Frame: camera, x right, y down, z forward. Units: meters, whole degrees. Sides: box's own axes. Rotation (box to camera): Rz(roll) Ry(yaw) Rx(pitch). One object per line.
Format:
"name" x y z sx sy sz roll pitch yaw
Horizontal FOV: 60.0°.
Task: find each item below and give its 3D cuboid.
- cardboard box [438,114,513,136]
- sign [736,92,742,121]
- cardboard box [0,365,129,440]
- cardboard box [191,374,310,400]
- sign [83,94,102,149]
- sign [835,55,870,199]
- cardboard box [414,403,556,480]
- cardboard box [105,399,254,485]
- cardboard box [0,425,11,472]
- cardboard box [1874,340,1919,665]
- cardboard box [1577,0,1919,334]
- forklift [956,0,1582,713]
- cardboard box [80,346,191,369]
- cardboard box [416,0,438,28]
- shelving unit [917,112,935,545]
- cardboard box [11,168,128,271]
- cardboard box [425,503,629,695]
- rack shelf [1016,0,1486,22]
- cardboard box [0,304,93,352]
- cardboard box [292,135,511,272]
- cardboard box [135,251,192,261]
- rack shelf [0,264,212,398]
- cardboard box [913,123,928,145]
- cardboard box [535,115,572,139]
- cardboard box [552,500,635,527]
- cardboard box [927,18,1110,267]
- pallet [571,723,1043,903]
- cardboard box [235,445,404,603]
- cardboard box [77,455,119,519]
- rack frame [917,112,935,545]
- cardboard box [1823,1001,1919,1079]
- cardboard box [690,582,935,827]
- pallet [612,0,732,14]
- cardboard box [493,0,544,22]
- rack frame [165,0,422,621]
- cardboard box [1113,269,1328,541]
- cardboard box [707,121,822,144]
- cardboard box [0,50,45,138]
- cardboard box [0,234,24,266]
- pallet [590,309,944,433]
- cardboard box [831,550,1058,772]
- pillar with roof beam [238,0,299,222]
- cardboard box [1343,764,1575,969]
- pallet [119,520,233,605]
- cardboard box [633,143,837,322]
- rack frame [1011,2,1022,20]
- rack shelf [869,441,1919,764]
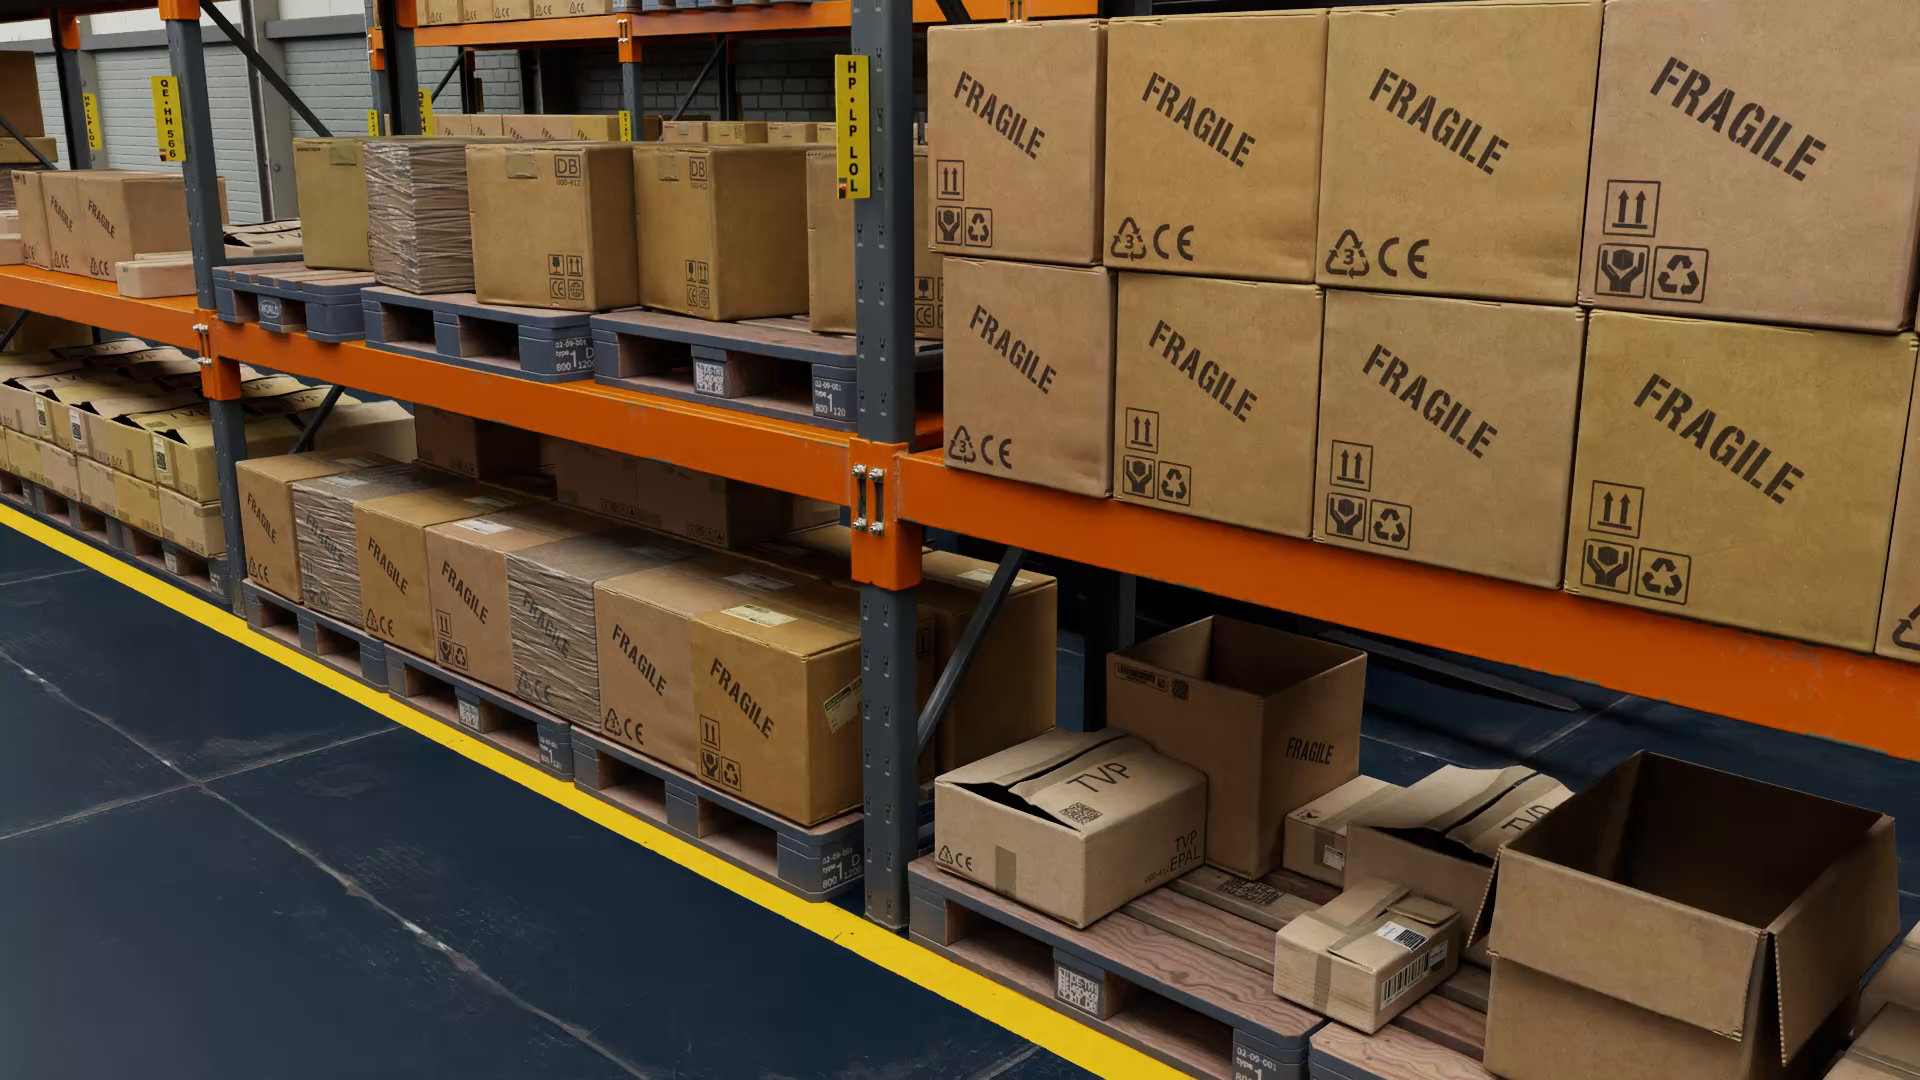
"cardboard box" -4.219 -3.488 14.639 0.500 0.500 0.500 13 19 40
"sign" -1.809 -3.467 13.494 0.005 0.325 0.100 14 20 42
"cardboard box" -4.772 -0.753 8.883 0.500 0.311 0.500 13 19 40
"cardboard box" -3.670 -0.675 8.581 0.500 0.311 0.500 13 19 41
"sign" -5.257 -2.528 10.046 0.005 0.325 0.100 14 20 42
"sign" -0.251 -0.965 3.889 0.005 0.325 0.100 14 20 42
"cardboard box" -1.868 -0.442 6.777 0.500 0.250 0.500 -14 20 -42
"cardboard box" -3.674 -0.487 7.859 0.500 0.311 0.500 13 20 41
"cardboard box" -5.141 -0.573 9.304 0.500 0.250 0.500 -14 20 -43
"cardboard box" 1.769 -0.062 2.521 0.500 0.500 0.500 14 20 43
"cardboard box" 1.390 -0.634 2.735 0.500 0.500 0.500 -14 20 -42
"forklift" 1.299 -0.995 6.437 1.130 2.935 3.031 -12 19 -38
"cardboard box" -4.757 -0.941 9.603 0.500 0.311 0.500 -14 20 -43
"cardboard box" -4.642 -4.811 14.760 0.500 0.500 0.500 -13 19 -41
"shelving unit" 0.119 -0.987 8.056 0.503 2.100 0.431 14 20 42
"cardboard box" -4.706 -1.725 8.904 0.500 0.500 0.500 -13 19 -40
"cardboard box" -1.500 0.192 5.831 0.500 0.500 0.500 13 19 40
"rack shelf" 2.128 -2.859 8.933 4.000 0.370 1.077 14 20 42
"cardboard box" -5.743 -1.279 10.526 0.500 0.500 0.500 14 20 42
"cardboard box" -2.216 -1.368 6.701 0.500 0.500 0.700 7 16 24
"cardboard box" -3.705 -1.297 7.960 0.380 0.149 0.250 -13 19 -40
"rack shelf" -4.187 -1.208 8.545 4.000 0.370 1.077 14 20 42
"cardboard box" -0.078 -2.540 11.161 0.500 0.500 0.700 11 18 37
"cardboard box" -3.109 -3.219 13.606 0.500 0.500 0.500 14 20 42
"cardboard box" -1.157 0.093 6.210 0.500 0.500 0.500 13 19 40
"cardboard box" 0.276 -0.905 3.773 0.500 0.500 0.500 -14 20 -43
"pallet" -0.480 0.708 5.296 1.213 0.211 1.003 14 20 42
"cardboard box" -2.618 -0.078 6.866 0.500 0.500 0.500 -13 20 -42
"cardboard box" -4.029 -0.304 8.272 0.500 0.250 0.500 -14 20 -43
"rack frame" -0.057 -1.030 8.220 0.015 2.100 0.400 14 20 42
"cardboard box" 1.786 1.090 2.881 0.500 0.250 0.500 14 20 42
"cardboard box" -0.422 0.457 4.816 0.500 0.500 0.500 14 20 42
"pallet" -1.821 -4.039 12.408 1.003 0.211 1.213 14 20 42
"cardboard box" -3.507 -4.540 13.719 0.500 0.500 0.500 13 19 40
"rack frame" -2.747 -1.206 7.111 0.127 3.000 1.000 14 20 42
"cardboard box" 0.681 -0.327 3.538 0.500 0.500 0.500 14 20 43
"cardboard box" -1.451 -2.873 12.437 0.700 0.500 0.500 -12 19 -39
"cardboard box" -5.951 -2.659 9.915 0.500 0.500 0.700 14 20 42
"cardboard box" -5.131 -1.592 9.092 0.250 0.149 0.380 14 20 42
"pallet" -0.367 -0.573 5.061 1.213 0.211 1.003 14 20 42
"cardboard box" -0.047 0.362 5.179 0.500 0.500 0.500 13 19 40
"pillar with roof beam" -11.274 -6.712 16.345 0.400 9.000 9.100 14 20 42
"cardboard box" 1.279 0.762 4.019 0.500 0.311 0.500 14 20 42
"pallet" -3.313 -0.008 8.043 1.213 0.211 1.003 14 20 42
"cardboard box" -0.593 -0.990 5.250 0.700 0.500 0.500 -11 18 -35
"rack frame" 0.688 -2.106 10.564 0.127 3.000 1.000 14 20 42
"rack shelf" 1.572 0.192 3.172 4.000 0.370 1.077 14 20 42
